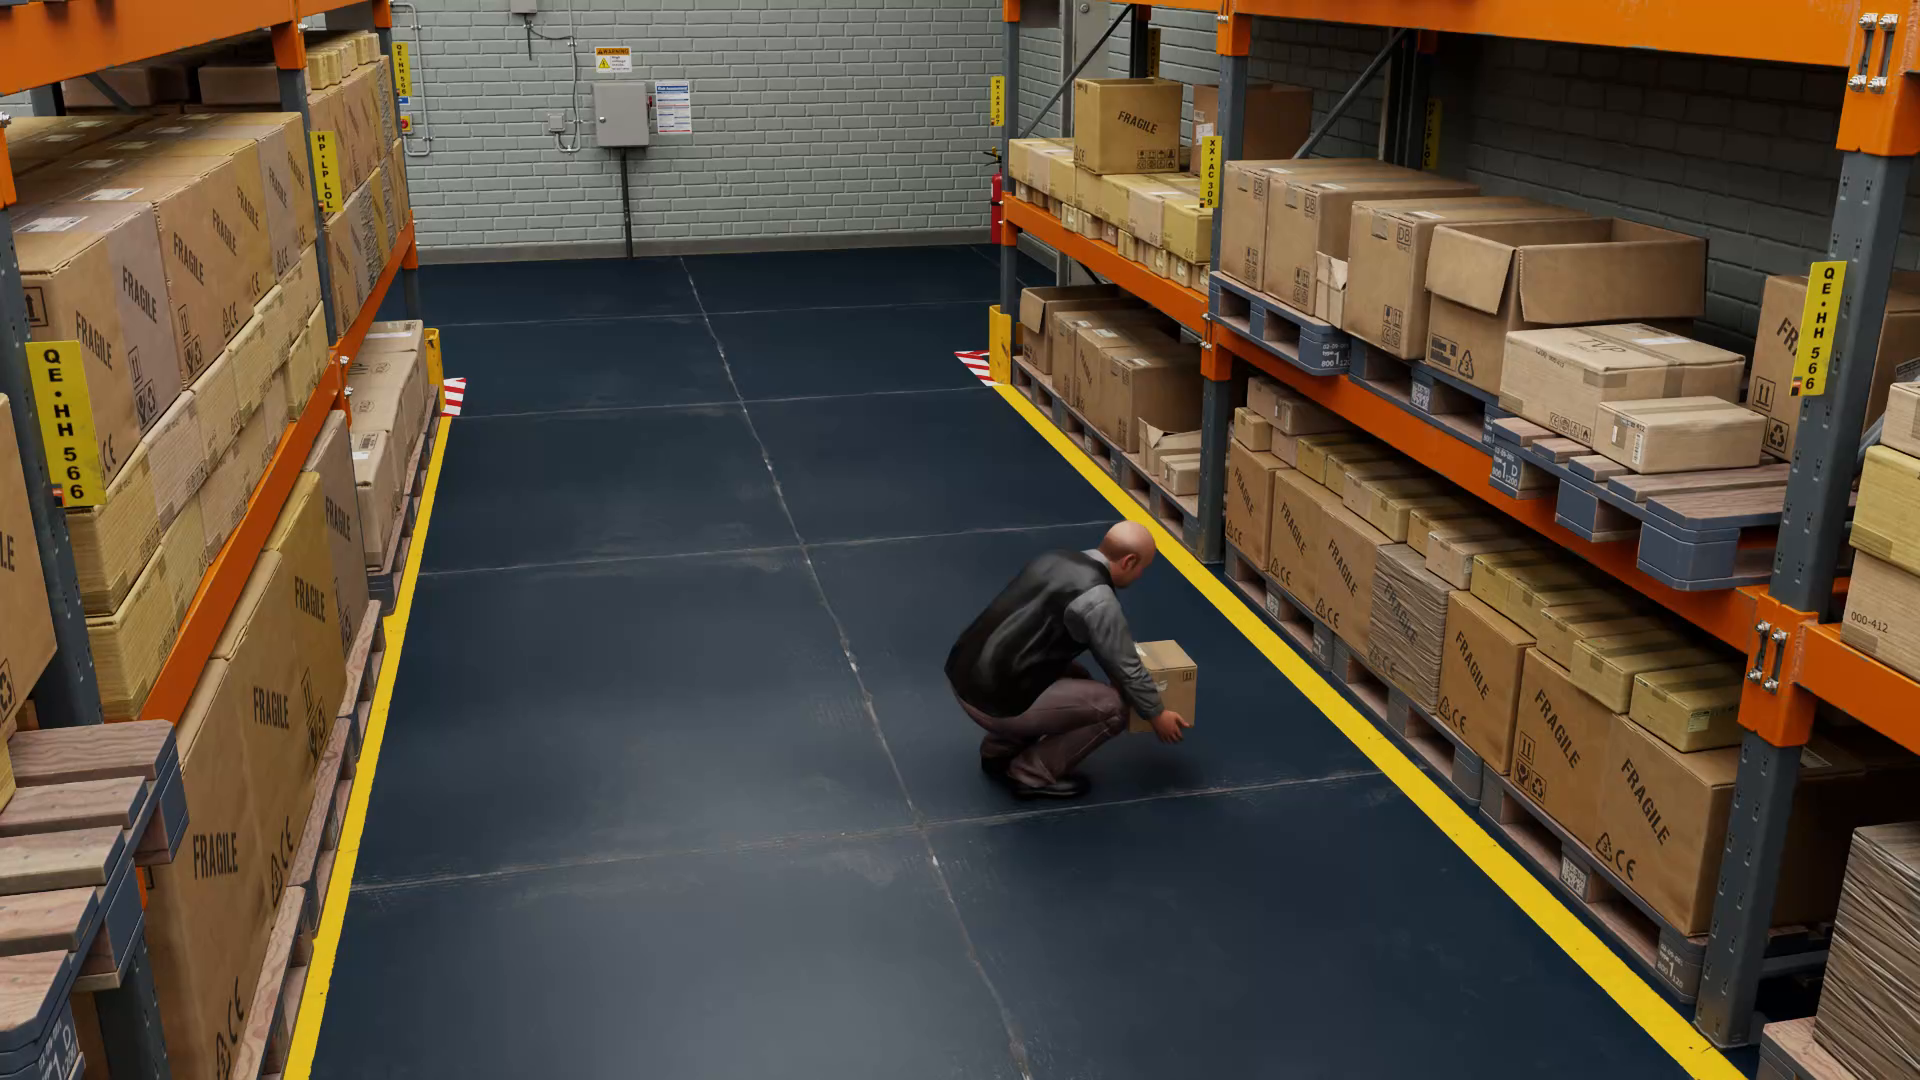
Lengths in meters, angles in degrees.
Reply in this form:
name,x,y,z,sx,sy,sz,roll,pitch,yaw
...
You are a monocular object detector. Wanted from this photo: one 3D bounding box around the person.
name,x,y,z,sx,sy,sz,roll,pitch,yaw
person,0.382,0.471,6.077,0.869,0.869,0.520,-5,20,-13
